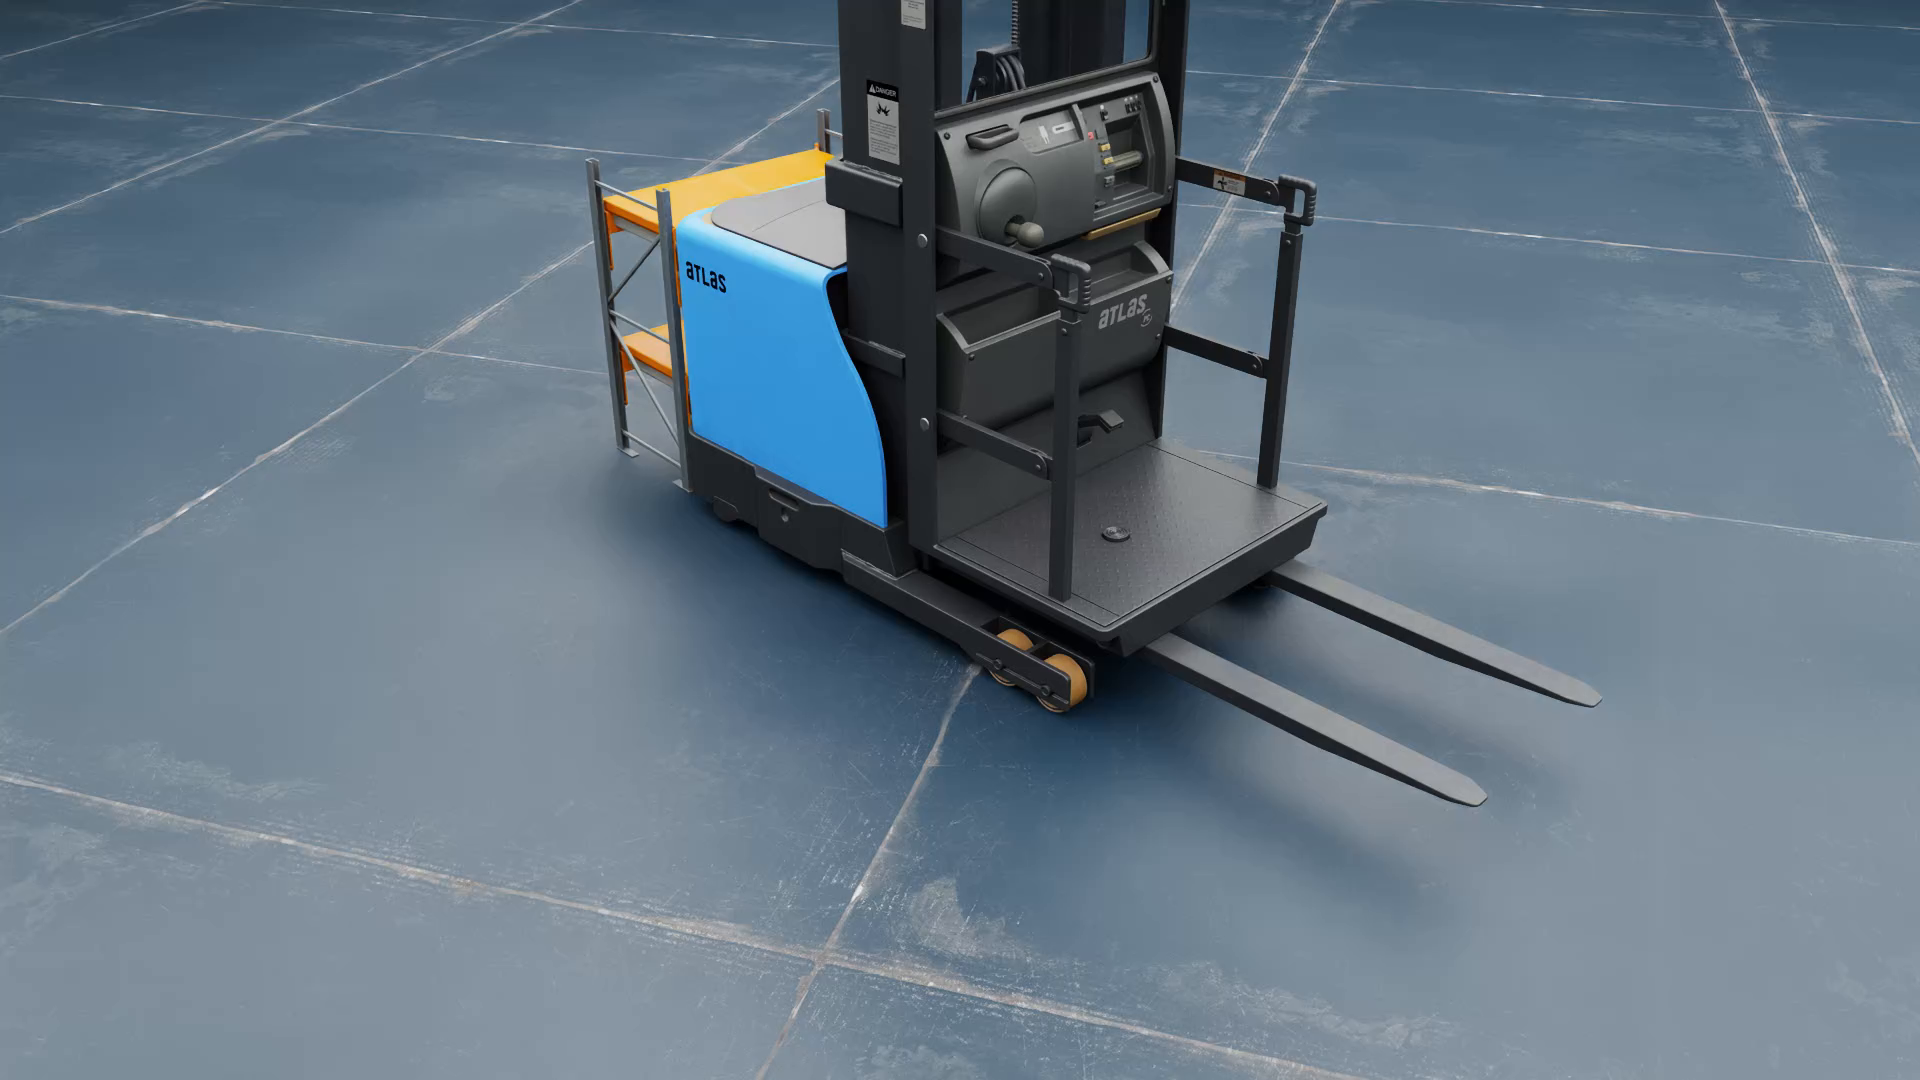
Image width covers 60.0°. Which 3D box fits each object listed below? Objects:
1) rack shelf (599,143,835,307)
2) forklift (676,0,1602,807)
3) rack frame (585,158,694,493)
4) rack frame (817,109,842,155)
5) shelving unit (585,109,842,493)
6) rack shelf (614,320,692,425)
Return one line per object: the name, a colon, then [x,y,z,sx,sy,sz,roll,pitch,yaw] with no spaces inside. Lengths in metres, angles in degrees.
rack shelf: [-0.759,-1.176,6.105,1.000,0.278,0.538,-23,37,-35]
forklift: [0.445,-1.064,4.647,1.130,2.935,3.031,-26,38,-38]
rack frame: [-1.140,-0.757,5.954,0.032,1.125,0.500,-23,37,-35]
rack frame: [-0.377,-1.084,6.541,0.032,1.125,0.500,-23,37,-35]
shelving unit: [-0.759,-0.920,6.248,1.048,1.125,0.538,-23,37,-35]
rack shelf: [-0.759,-0.707,6.366,1.000,0.278,0.538,-23,37,-35]
